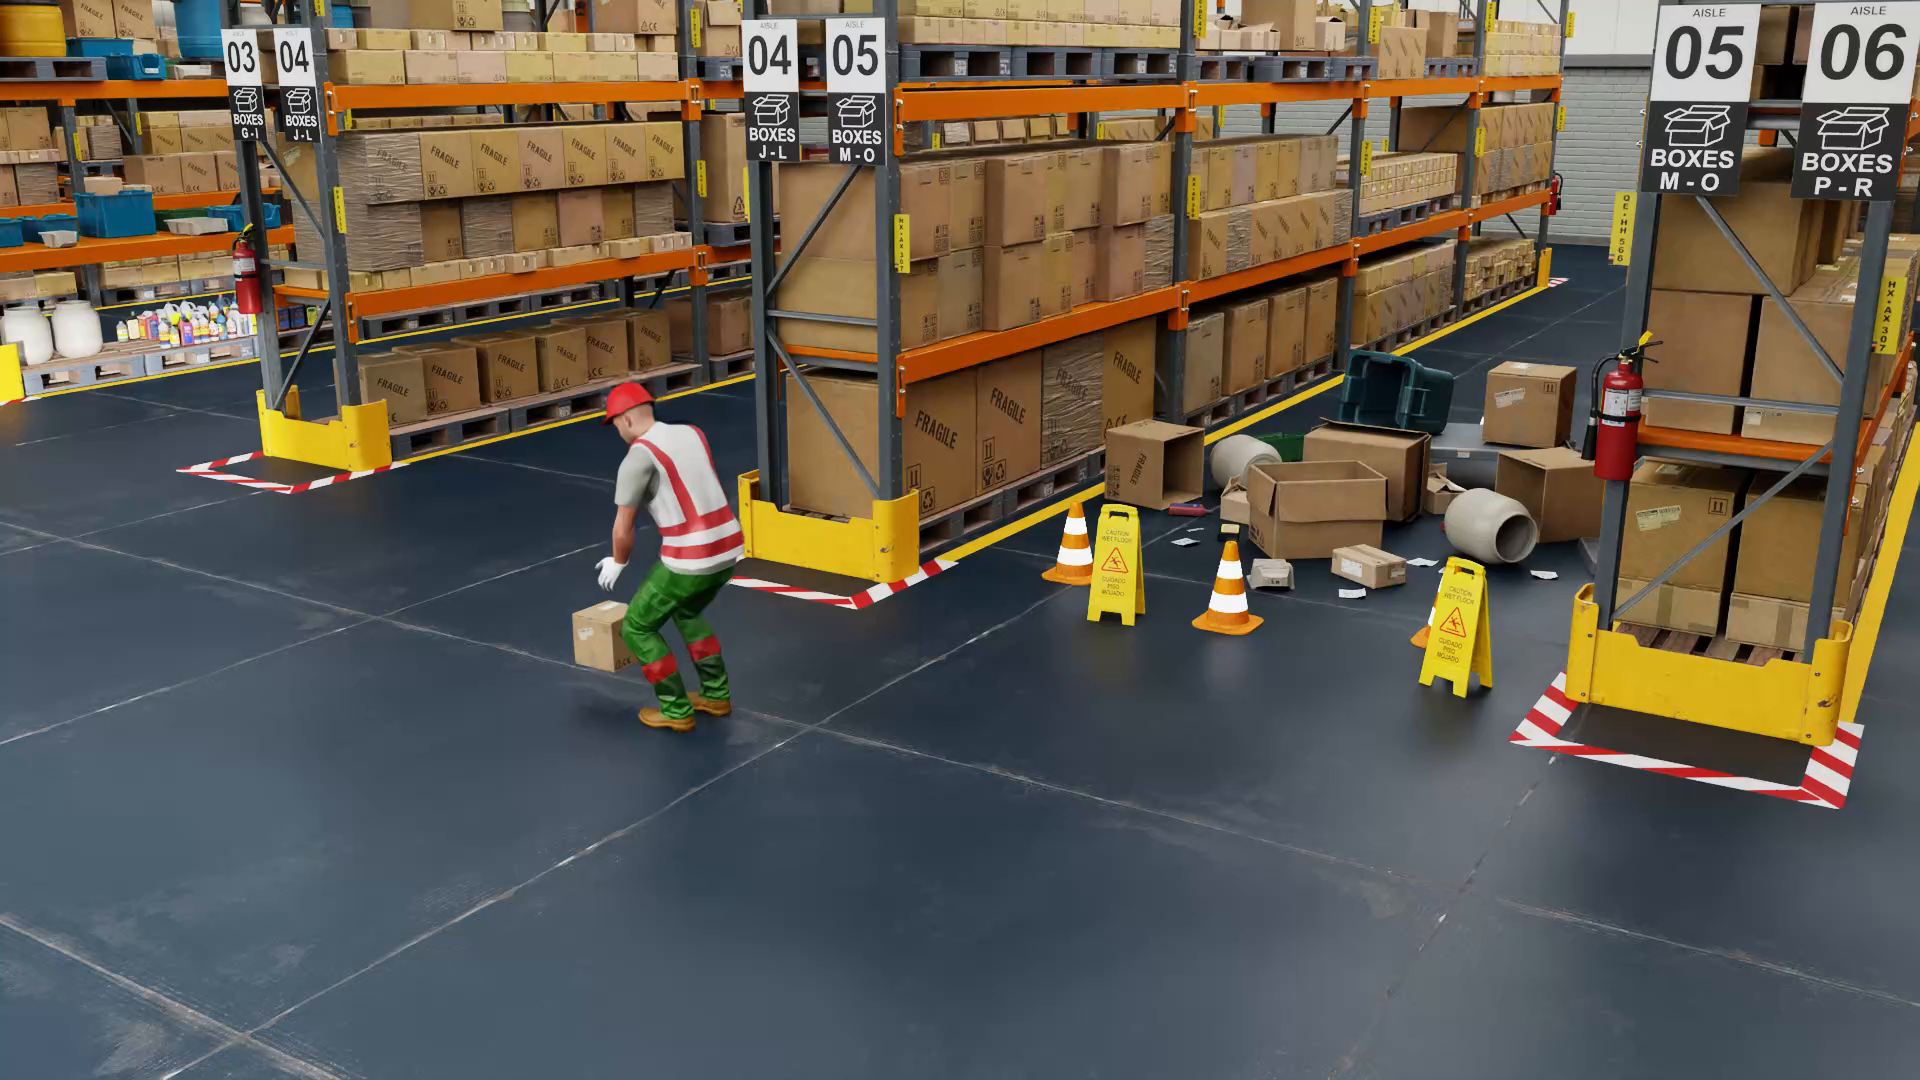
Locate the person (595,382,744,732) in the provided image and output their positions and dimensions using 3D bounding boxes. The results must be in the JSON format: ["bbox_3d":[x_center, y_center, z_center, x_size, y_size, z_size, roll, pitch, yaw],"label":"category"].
[{"bbox_3d":[-1.330,0.080,7.592,0.647,1.580,0.575,10,19,31],"label":"person"}]
